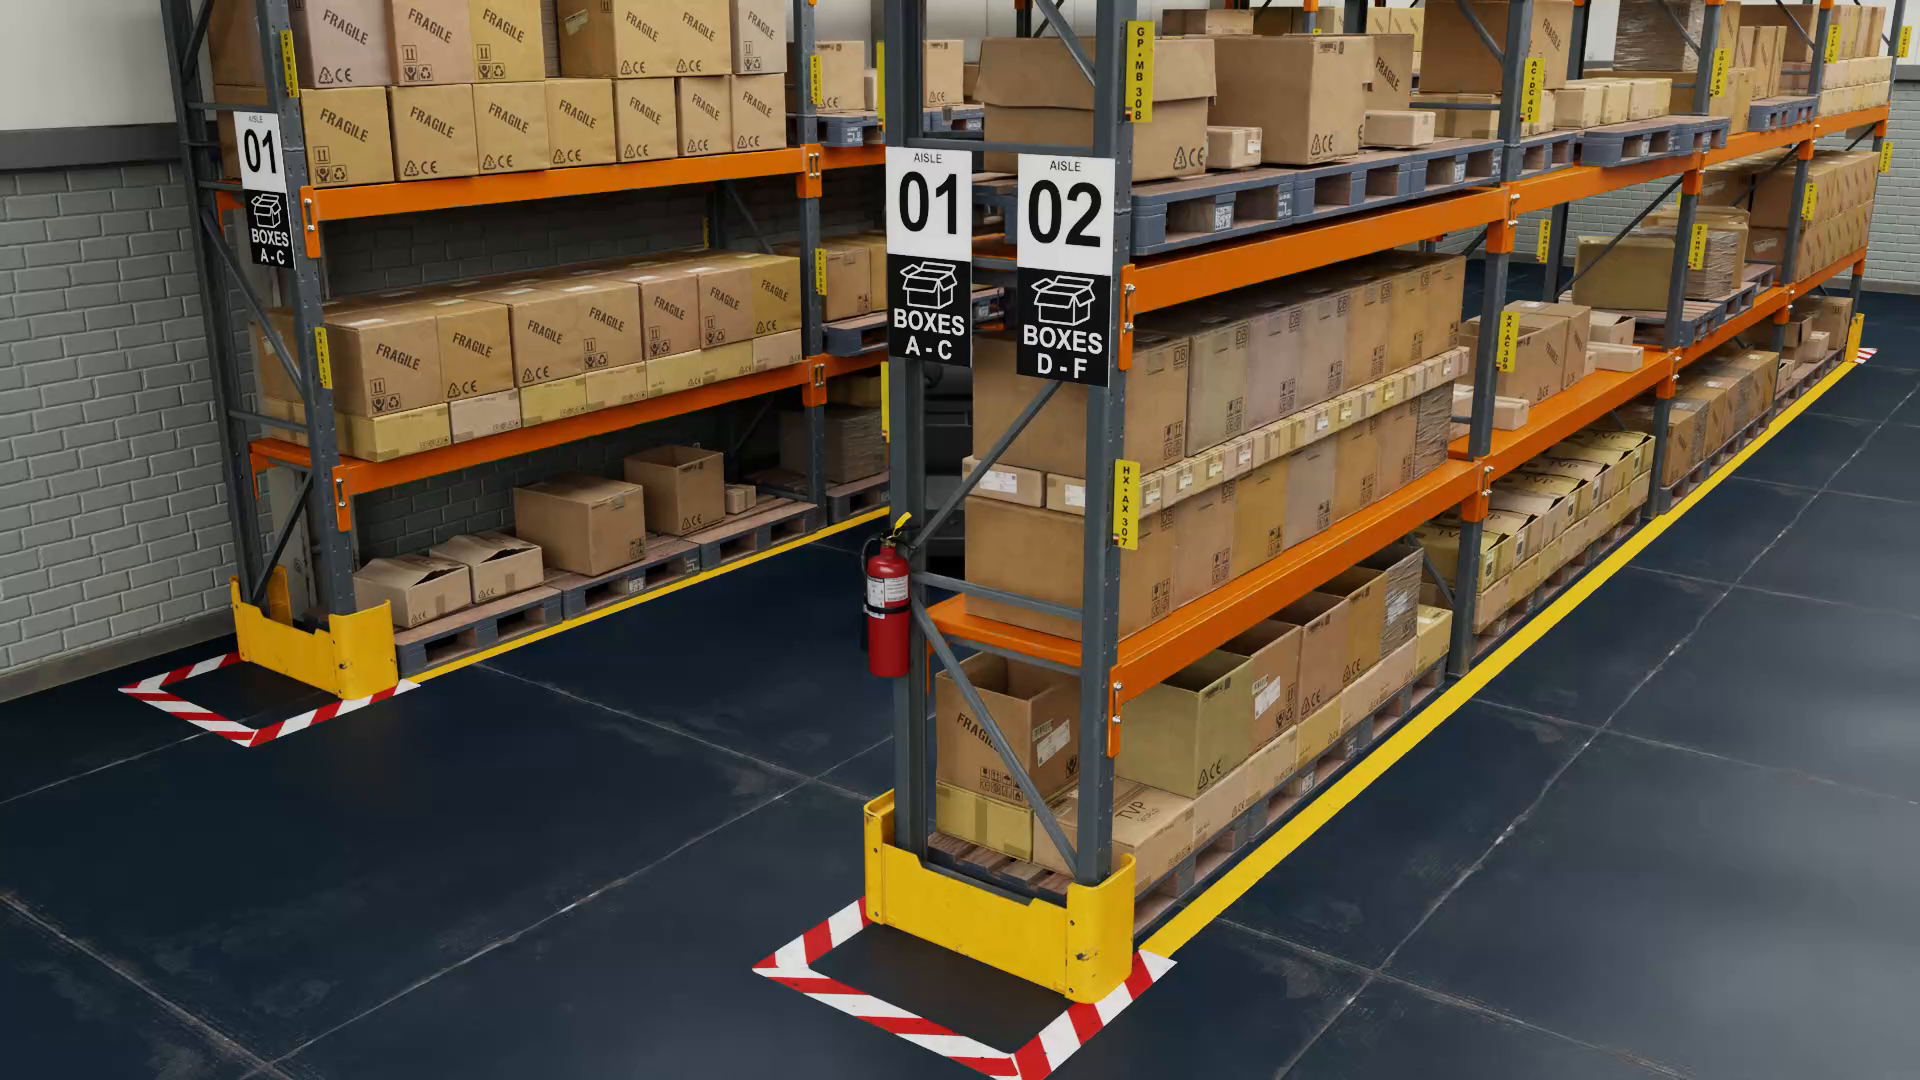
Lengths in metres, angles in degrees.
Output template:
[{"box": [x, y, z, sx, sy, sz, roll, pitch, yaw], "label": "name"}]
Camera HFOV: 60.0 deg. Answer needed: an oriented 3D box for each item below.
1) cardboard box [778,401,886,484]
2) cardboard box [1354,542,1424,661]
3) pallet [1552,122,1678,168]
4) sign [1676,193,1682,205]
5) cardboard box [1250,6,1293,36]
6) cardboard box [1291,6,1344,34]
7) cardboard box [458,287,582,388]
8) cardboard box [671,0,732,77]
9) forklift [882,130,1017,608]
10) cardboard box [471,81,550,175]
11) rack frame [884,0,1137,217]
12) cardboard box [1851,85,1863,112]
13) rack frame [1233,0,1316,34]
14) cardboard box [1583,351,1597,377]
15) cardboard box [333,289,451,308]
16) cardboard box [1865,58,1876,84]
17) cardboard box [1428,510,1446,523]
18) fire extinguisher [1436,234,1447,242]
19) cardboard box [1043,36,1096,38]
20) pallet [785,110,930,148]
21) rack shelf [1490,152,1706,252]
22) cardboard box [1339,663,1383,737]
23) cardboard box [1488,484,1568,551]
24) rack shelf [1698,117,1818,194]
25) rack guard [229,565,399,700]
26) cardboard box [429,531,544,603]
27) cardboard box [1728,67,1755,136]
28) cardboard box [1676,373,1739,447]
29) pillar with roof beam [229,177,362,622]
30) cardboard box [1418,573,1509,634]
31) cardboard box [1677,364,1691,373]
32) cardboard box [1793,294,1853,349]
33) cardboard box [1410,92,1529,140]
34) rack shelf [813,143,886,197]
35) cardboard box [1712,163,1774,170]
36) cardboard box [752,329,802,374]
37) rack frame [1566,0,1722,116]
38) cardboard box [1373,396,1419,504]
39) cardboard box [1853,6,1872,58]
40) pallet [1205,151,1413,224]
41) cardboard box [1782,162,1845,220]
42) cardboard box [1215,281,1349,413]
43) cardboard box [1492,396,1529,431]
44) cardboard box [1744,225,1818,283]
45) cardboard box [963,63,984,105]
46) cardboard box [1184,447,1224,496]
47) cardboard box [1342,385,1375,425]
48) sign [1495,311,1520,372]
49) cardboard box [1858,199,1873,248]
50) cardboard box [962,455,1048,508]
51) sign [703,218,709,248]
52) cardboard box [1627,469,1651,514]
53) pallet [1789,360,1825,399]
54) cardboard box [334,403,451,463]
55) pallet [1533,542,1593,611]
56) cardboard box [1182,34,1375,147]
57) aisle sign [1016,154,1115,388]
[{"box": [-1.014, -0.797, 13.225, 0.700, 0.500, 0.500, 13, 22, 37], "label": "cardboard box"}, {"box": [2.133, 0.293, 8.907, 0.500, 0.500, 0.500, 12, 21, 35], "label": "cardboard box"}, {"box": [3.928, -2.579, 10.750, 1.003, 0.211, 1.213, 14, 22, 37], "label": "pallet"}, {"box": [6.868, -3.141, 15.840, 0.100, 0.325, 0.005, 12, 21, 35], "label": "sign"}, {"box": [3.556, -5.683, 18.539, 0.500, 0.500, 0.500, 12, 21, 34], "label": "cardboard box"}, {"box": [3.977, -5.595, 18.258, 0.500, 0.500, 0.500, 12, 21, 34], "label": "cardboard box"}, {"box": [-2.681, -1.244, 10.147, 0.500, 0.500, 0.500, 12, 21, 33], "label": "cardboard box"}, {"box": [-1.840, -3.269, 10.768, 0.500, 0.500, 0.500, 14, 22, 38], "label": "cardboard box"}, {"box": [0.052, -1.208, 11.192, 1.130, 2.935, 3.031, 0, 17, 0], "label": "forklift"}, {"box": [-2.768, -2.421, 9.722, 0.500, 0.500, 0.500, 14, 22, 37], "label": "cardboard box"}, {"box": [0.158, -2.640, 5.572, 1.000, 3.000, 0.127, 12, 21, 35], "label": "rack frame"}, {"box": [8.692, -4.423, 16.624, 0.500, 0.250, 0.500, 12, 21, 35], "label": "cardboard box"}, {"box": [3.327, -6.373, 17.592, 1.000, 3.000, 0.127, 12, 21, 35], "label": "rack frame"}, {"box": [4.210, -1.247, 11.625, 0.380, 0.149, 0.250, 14, 22, 39], "label": "cardboard box"}, {"box": [-3.405, -1.214, 10.049, 0.500, 0.500, 0.500, 13, 21, 35], "label": "cardboard box"}, {"box": [8.991, -4.781, 16.933, 0.500, 0.250, 0.500, 12, 21, 35], "label": "cardboard box"}, {"box": [2.857, -0.155, 10.669, 0.500, 0.311, 0.500, 13, 22, 36], "label": "cardboard box"}, {"box": [6.171, -4.200, 21.469, 0.296, 0.674, 0.183, 12, 21, 35], "label": "fire extinguisher"}, {"box": [1.181, -4.369, 15.286, 0.700, 0.500, 0.500, 11, 20, 30], "label": "cardboard box"}, {"box": [-0.986, -3.073, 12.342, 1.213, 0.211, 1.003, 12, 21, 35], "label": "pallet"}, {"box": [3.733, -2.293, 10.726, 1.077, 0.370, 4.000, 12, 21, 35], "label": "rack shelf"}, {"box": [1.849, 0.773, 8.626, 0.500, 0.250, 0.500, 12, 21, 35], "label": "cardboard box"}, {"box": [3.597, -0.179, 10.746, 0.500, 0.311, 0.500, 12, 21, 33], "label": "cardboard box"}, {"box": [6.116, -3.246, 13.794, 1.077, 0.370, 4.000, 12, 21, 35], "label": "rack shelf"}, {"box": [-3.777, 0.526, 9.707, 1.175, 0.500, 0.348, 12, 21, 35], "label": "rack guard"}, {"box": [-2.998, 0.140, 10.528, 0.500, 0.311, 0.500, 15, 22, 39], "label": "cardboard box"}, {"box": [5.771, -3.516, 13.282, 0.910, 0.500, 0.500, 12, 21, 35], "label": "cardboard box"}, {"box": [6.342, -1.124, 14.279, 0.500, 0.500, 0.500, 12, 21, 33], "label": "cardboard box"}, {"box": [-0.643, -3.074, 6.968, 9.100, 9.000, 0.400, 12, 21, 35], "label": "pillar with roof beam"}, {"box": [2.981, 0.332, 10.044, 0.500, 0.250, 0.500, 12, 21, 33], "label": "cardboard box"}, {"box": [6.211, -1.331, 14.944, 0.500, 0.500, 0.500, 13, 21, 35], "label": "cardboard box"}, {"box": [9.565, -2.429, 18.482, 0.500, 0.500, 0.500, 12, 21, 35], "label": "cardboard box"}, {"box": [2.916, -2.434, 9.512, 0.500, 0.250, 0.500, 15, 23, 40], "label": "cardboard box"}, {"box": [-0.248, -3.168, 13.542, 1.077, 0.370, 4.000, 12, 21, 35], "label": "rack shelf"}, {"box": [7.704, -3.447, 16.432, 0.500, 0.500, 0.500, 12, 21, 34], "label": "cardboard box"}, {"box": [-1.478, -1.374, 11.829, 0.500, 0.250, 0.500, 12, 21, 35], "label": "cardboard box"}, {"box": [4.925, -4.546, 11.708, 1.000, 3.000, 0.127, 12, 21, 35], "label": "rack frame"}, {"box": [1.973, -0.542, 8.763, 0.700, 0.500, 0.500, 12, 21, 34], "label": "cardboard box"}, {"box": [8.821, -5.176, 16.942, 0.700, 0.500, 0.500, 12, 21, 35], "label": "cardboard box"}, {"box": [1.326, -1.621, 7.497, 1.003, 0.211, 1.213, 12, 21, 35], "label": "pallet"}, {"box": [8.428, -3.466, 16.494, 0.500, 0.500, 0.500, 12, 21, 33], "label": "cardboard box"}, {"box": [1.385, -0.930, 7.824, 0.700, 0.500, 0.500, 12, 21, 35], "label": "cardboard box"}, {"box": [3.233, -0.783, 10.130, 0.380, 0.149, 0.250, 12, 21, 35], "label": "cardboard box"}, {"box": [7.830, -2.754, 15.887, 0.500, 0.500, 0.500, 13, 22, 36], "label": "cardboard box"}, {"box": [0.097, -3.754, 14.009, 0.797, 0.503, 0.637, 16, 24, 42], "label": "cardboard box"}, {"box": [0.870, -0.311, 6.924, 0.380, 0.149, 0.250, 13, 21, 35], "label": "cardboard box"}, {"box": [1.794, -0.681, 8.115, 0.380, 0.149, 0.250, 13, 22, 36], "label": "cardboard box"}, {"box": [2.988, -1.081, 9.075, 0.100, 0.325, 0.005, 12, 21, 35], "label": "sign"}, {"box": [9.643, -3.479, 18.220, 0.500, 0.500, 0.500, 13, 22, 36], "label": "cardboard box"}, {"box": [0.233, -0.257, 6.752, 0.380, 0.149, 0.250, 12, 21, 34], "label": "cardboard box"}, {"box": [-1.887, -2.253, 12.487, 0.100, 0.325, 0.005, 12, 21, 35], "label": "sign"}, {"box": [4.807, -0.400, 12.401, 0.500, 0.250, 0.500, 13, 21, 36], "label": "cardboard box"}, {"box": [8.444, -1.757, 17.545, 1.003, 0.211, 1.213, 12, 21, 35], "label": "pallet"}, {"box": [-3.277, -0.648, 9.491, 0.500, 0.250, 0.500, 12, 21, 33], "label": "cardboard box"}, {"box": [3.675, 0.130, 11.470, 1.003, 0.211, 1.213, 12, 21, 35], "label": "pallet"}, {"box": [1.459, -2.107, 7.795, 0.797, 0.503, 0.637, 15, 23, 41], "label": "cardboard box"}, {"box": [0.365, -0.947, 5.852, 0.394, 0.787, 0.004, 12, 21, 35], "label": "aisle sign"}]
